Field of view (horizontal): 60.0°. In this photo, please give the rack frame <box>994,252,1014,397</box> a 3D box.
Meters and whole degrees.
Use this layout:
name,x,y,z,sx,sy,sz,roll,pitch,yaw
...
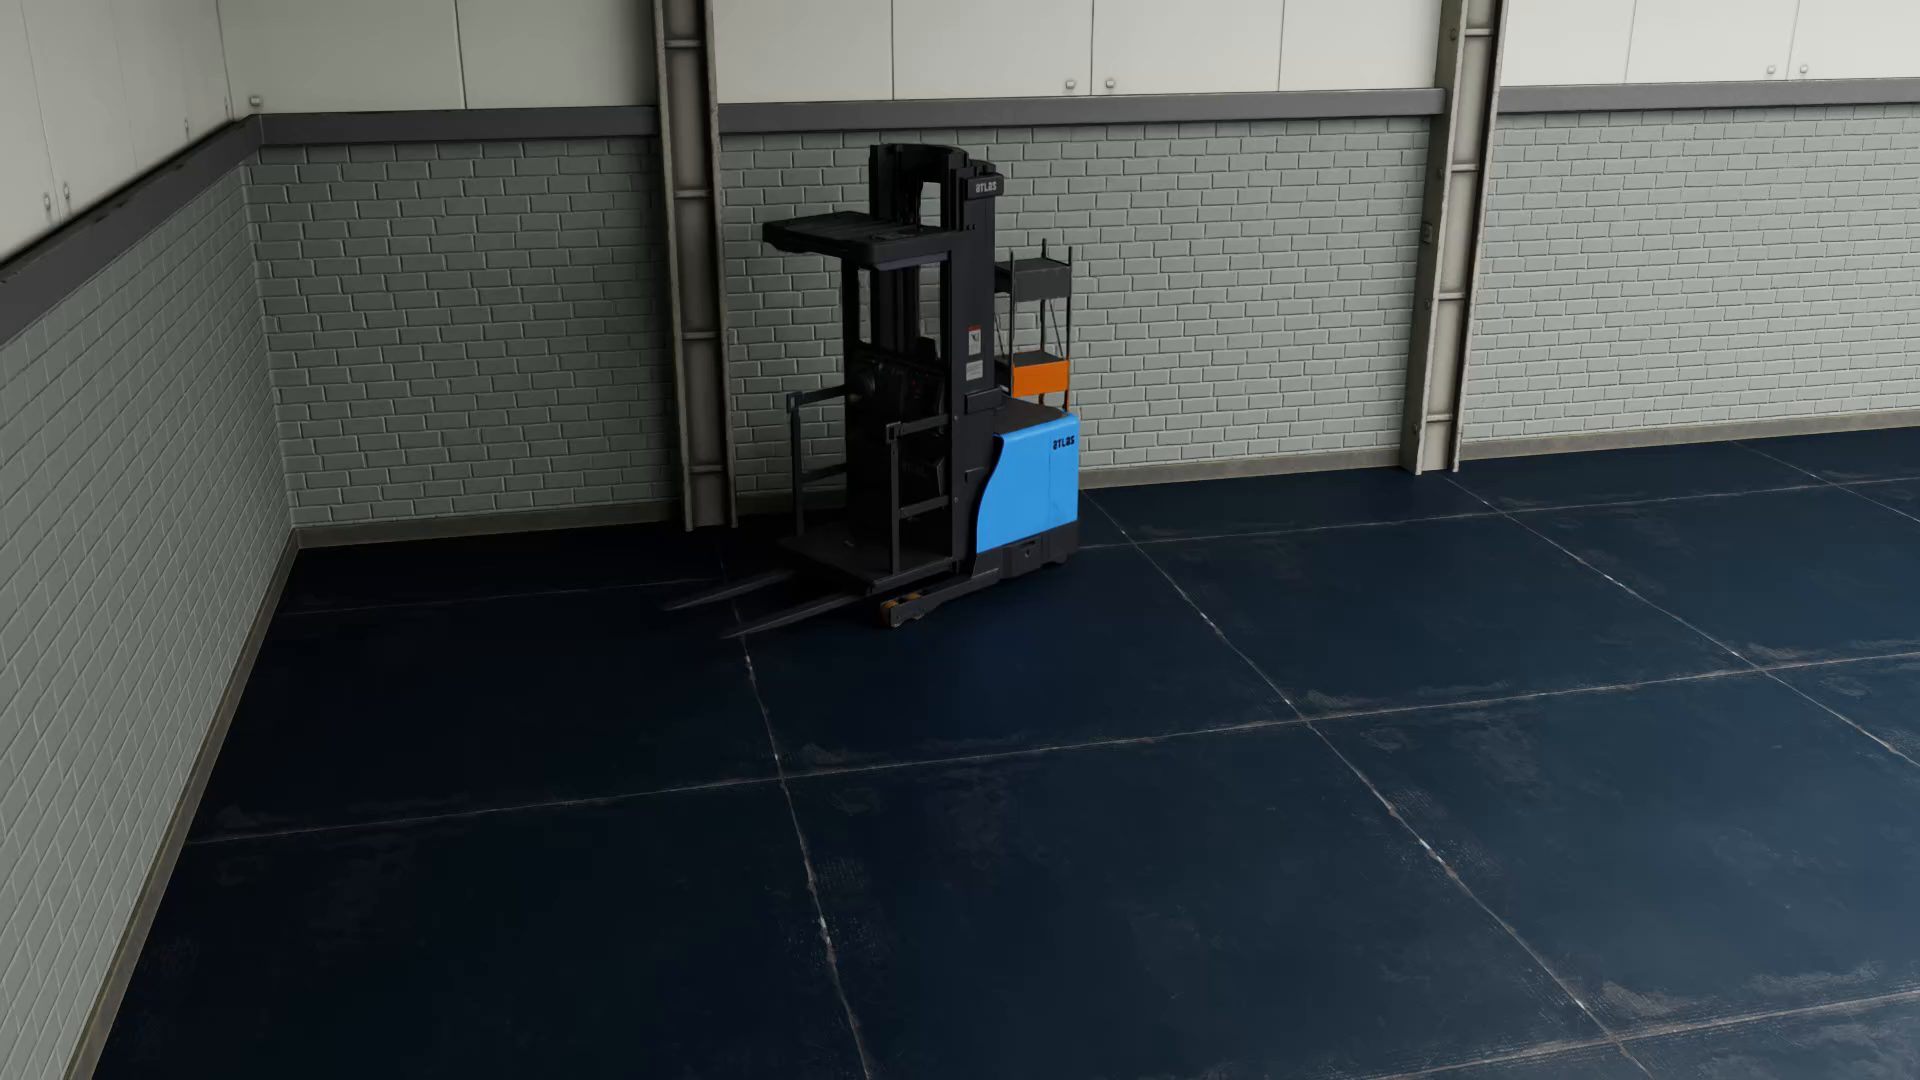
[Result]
name,x,y,z,sx,sy,sz,roll,pitch,yaw
rack frame,0.283,-1.107,12.285,0.015,2.100,0.400,-11,23,-27

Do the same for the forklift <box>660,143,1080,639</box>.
name,x,y,z,sx,sy,sz,roll,pitch,yaw
forklift,-0.568,-1.013,10.820,3.031,2.935,1.130,-18,27,-40

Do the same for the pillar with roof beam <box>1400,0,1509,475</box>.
name,x,y,z,sx,sy,sz,roll,pitch,yaw
pillar with roof beam,4.923,-3.392,8.491,0.400,9.000,9.100,-5,21,-12

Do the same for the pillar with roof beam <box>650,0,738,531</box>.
name,x,y,z,sx,sy,sz,roll,pitch,yaw
pillar with roof beam,-0.916,-2.917,7.195,0.400,9.000,9.100,-5,21,-12

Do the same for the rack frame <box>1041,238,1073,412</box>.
name,x,y,z,sx,sy,sz,roll,pitch,yaw
rack frame,0.712,-1.187,12.503,0.015,2.100,0.400,-11,23,-27

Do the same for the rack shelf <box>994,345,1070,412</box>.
name,x,y,z,sx,sy,sz,roll,pitch,yaw
rack shelf,0.497,-1.135,12.399,0.480,0.518,0.431,-11,23,-27

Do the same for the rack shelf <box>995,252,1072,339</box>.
name,x,y,z,sx,sy,sz,roll,pitch,yaw
rack shelf,0.497,-1.792,12.158,0.480,0.518,0.431,-11,23,-27

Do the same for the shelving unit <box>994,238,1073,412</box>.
name,x,y,z,sx,sy,sz,roll,pitch,yaw
shelving unit,0.497,-1.147,12.394,0.503,2.100,0.431,-11,23,-27
